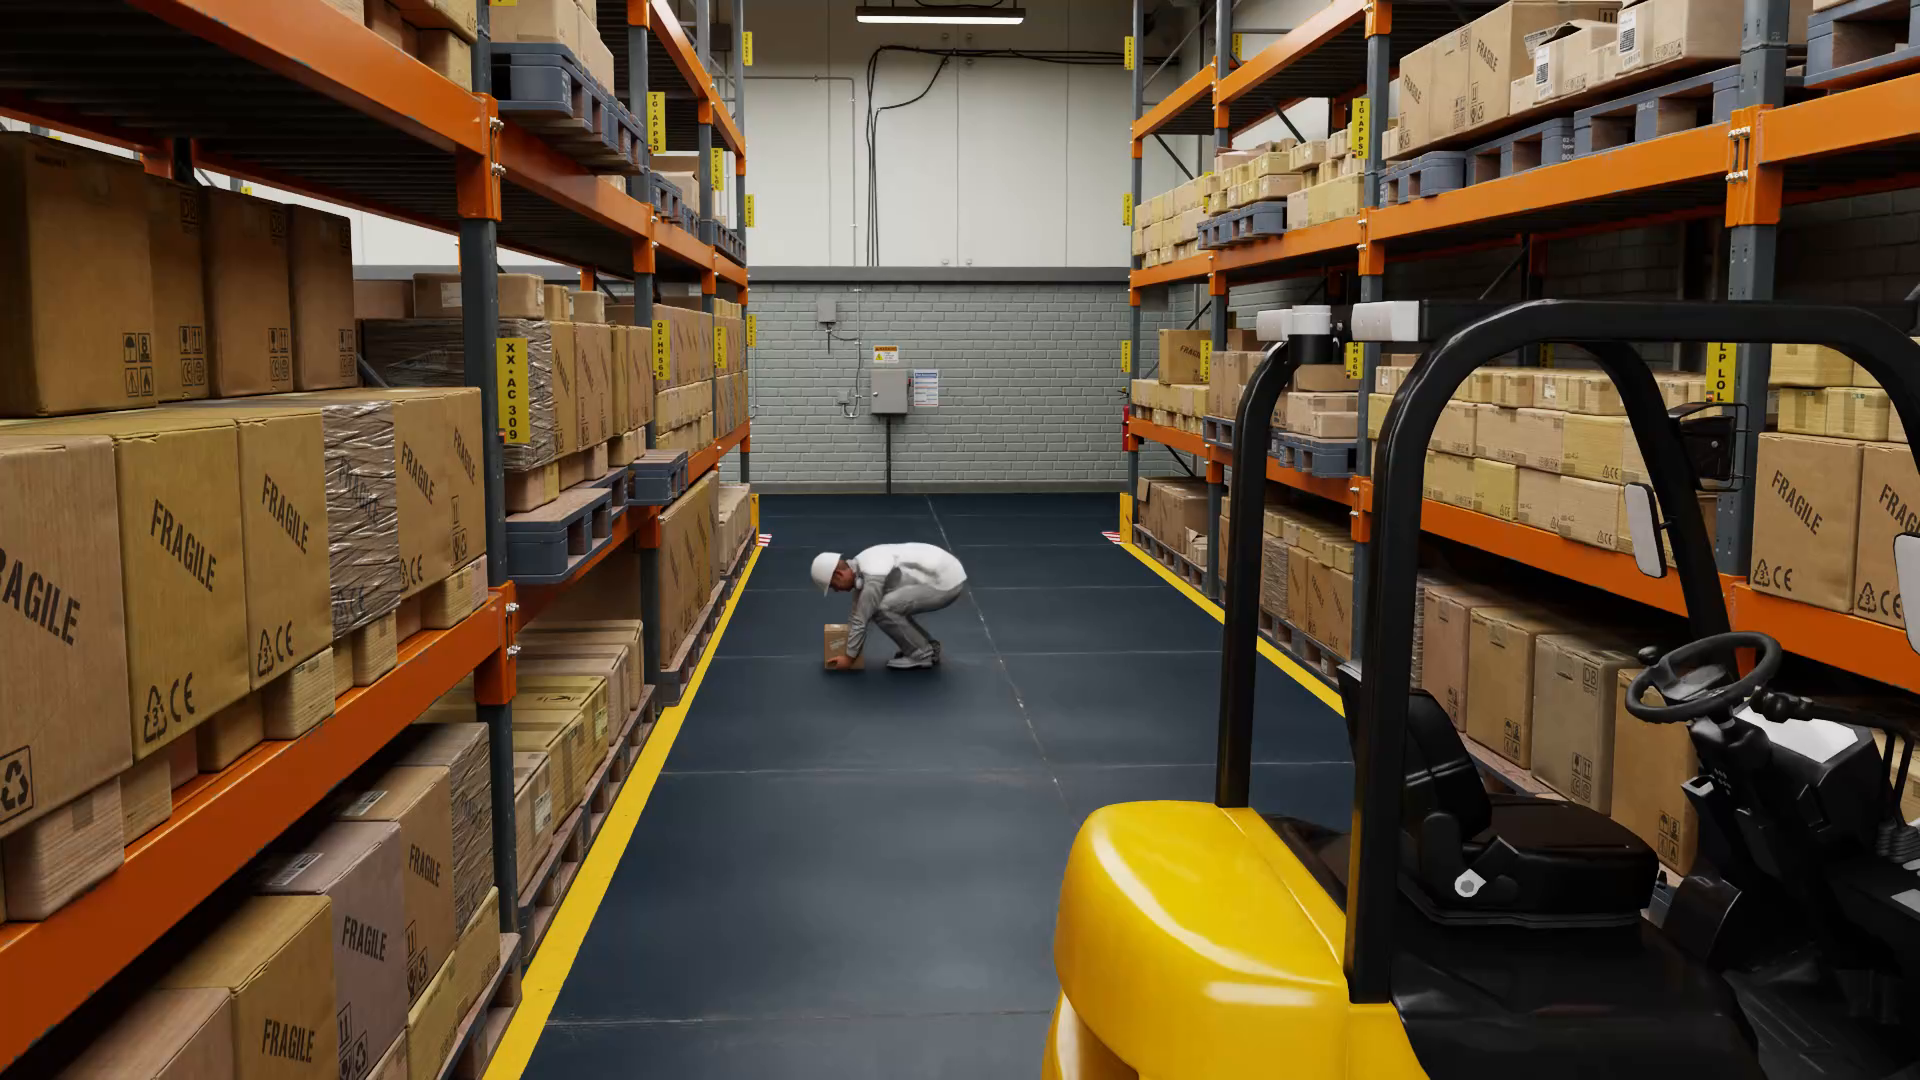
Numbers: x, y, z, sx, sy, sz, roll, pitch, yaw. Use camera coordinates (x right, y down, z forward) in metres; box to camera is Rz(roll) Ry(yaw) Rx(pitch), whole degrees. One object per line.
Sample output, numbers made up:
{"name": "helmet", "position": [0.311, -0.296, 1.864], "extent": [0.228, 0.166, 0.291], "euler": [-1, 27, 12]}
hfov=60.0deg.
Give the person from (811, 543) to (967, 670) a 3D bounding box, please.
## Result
{"name": "person", "position": [-0.460, 0.426, 10.753], "extent": [0.999, 0.815, 0.497], "euler": [-1, 7, -5]}
